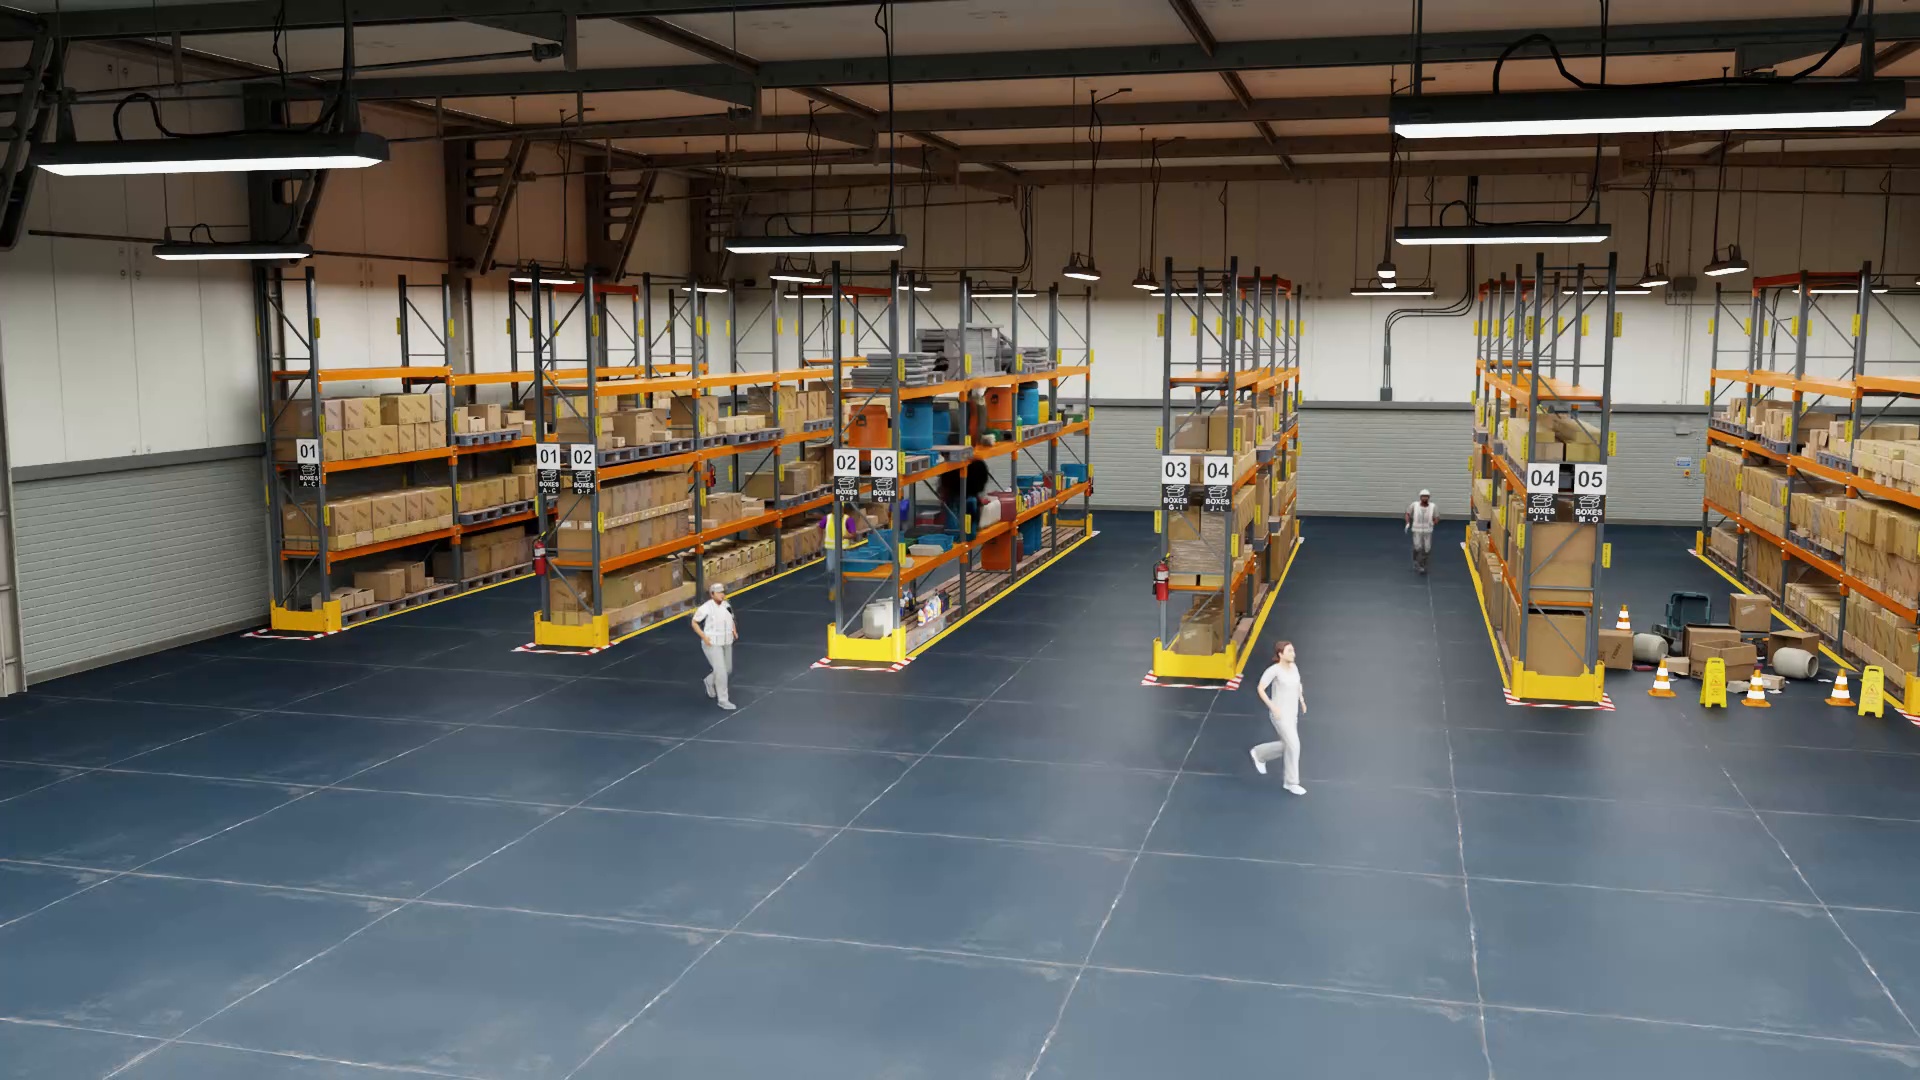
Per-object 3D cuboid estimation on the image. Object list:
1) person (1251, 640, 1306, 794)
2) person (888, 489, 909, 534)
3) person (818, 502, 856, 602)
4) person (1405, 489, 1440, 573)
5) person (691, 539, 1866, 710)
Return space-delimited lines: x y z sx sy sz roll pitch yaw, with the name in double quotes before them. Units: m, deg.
"person" 3.484 1.900 18.183 0.583 1.653 0.797 -7 10 -42
"person" -1.266 -0.310 35.640 0.568 1.624 0.769 0 7 3
"person" -2.152 0.184 28.976 0.692 1.802 0.660 0 7 0
"person" 9.427 -0.170 33.901 0.674 1.731 0.697 1 7 10
"person" 5.131 1.089 23.314 11.032 1.942 14.065 7 10 44
